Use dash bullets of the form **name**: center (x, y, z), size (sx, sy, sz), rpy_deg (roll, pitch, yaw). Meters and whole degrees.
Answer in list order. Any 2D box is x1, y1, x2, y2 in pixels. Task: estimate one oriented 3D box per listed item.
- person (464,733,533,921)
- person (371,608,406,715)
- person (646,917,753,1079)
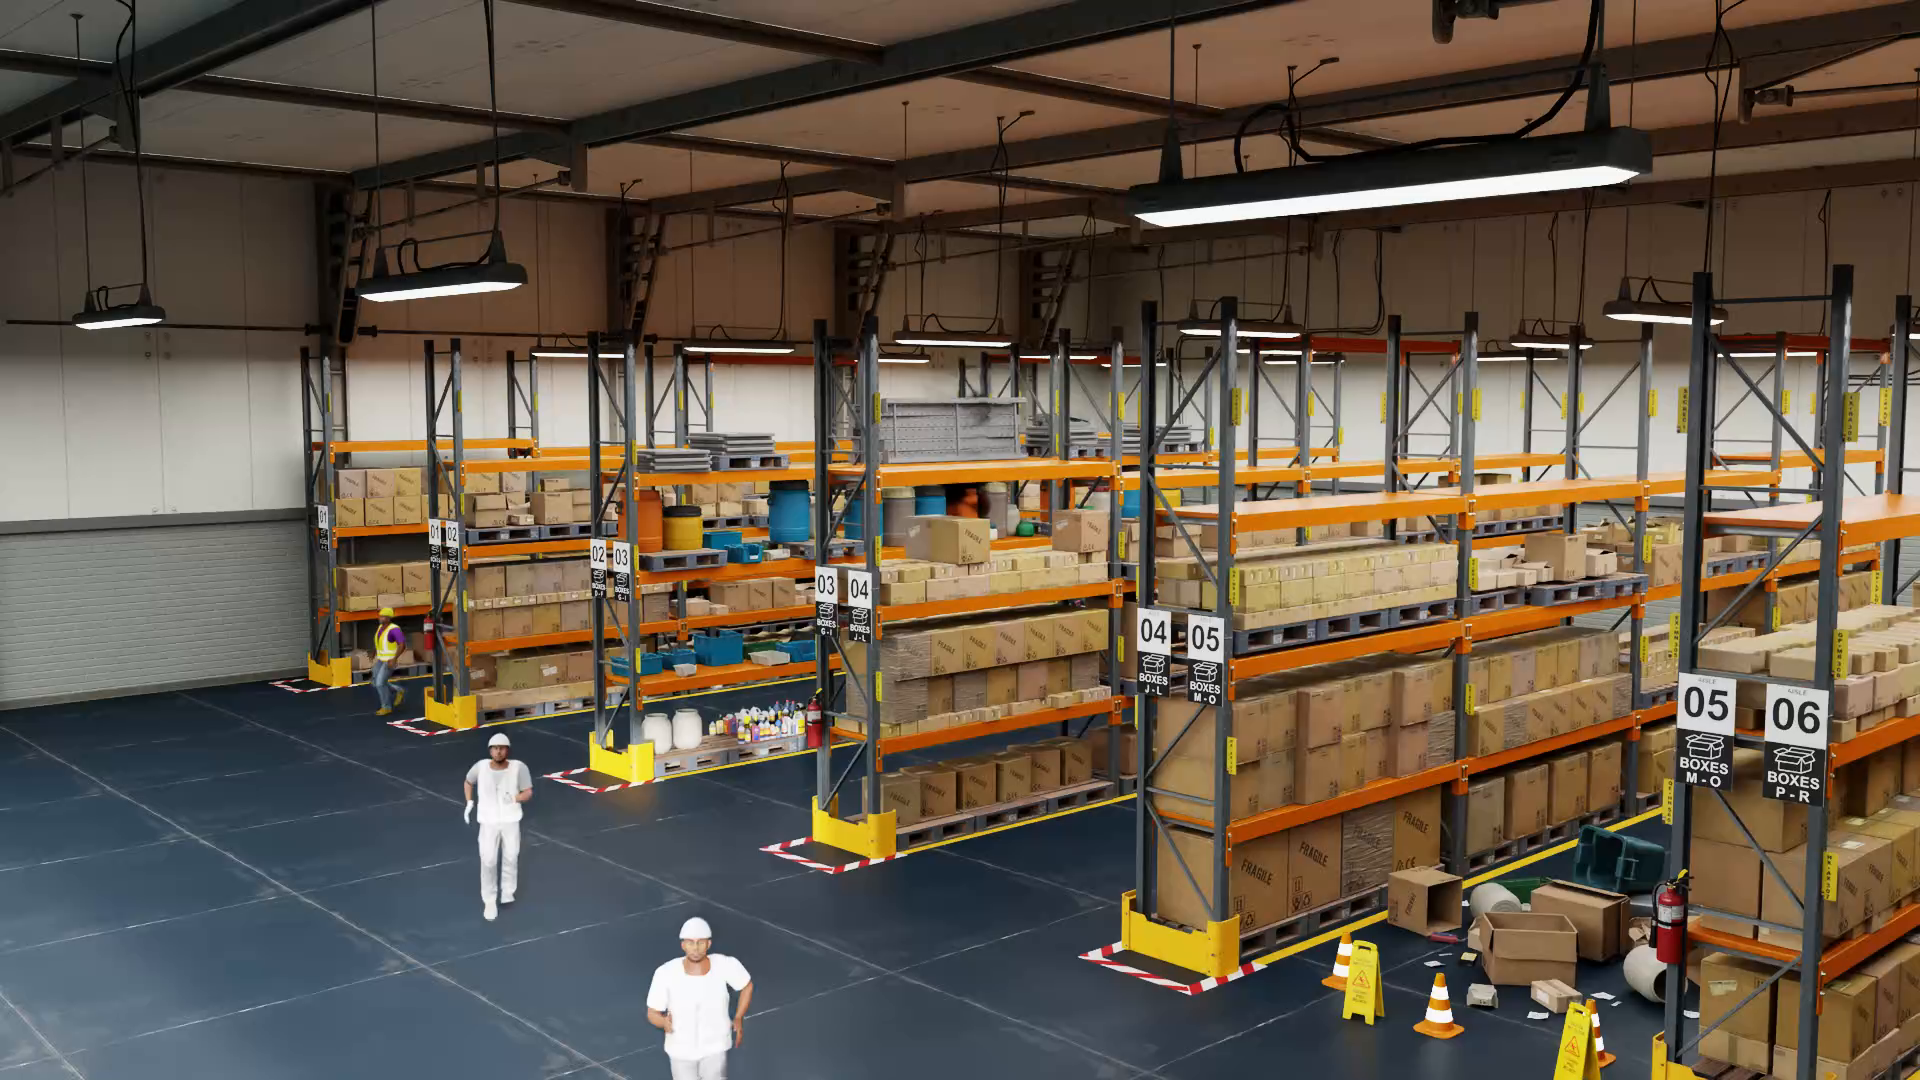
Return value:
- **person**: center (-4.572, 2.818, 16.500), size (0.659, 1.810, 0.758), rpy_deg (-1, 5, -16)
- **person**: center (-9.246, 1.947, 26.926), size (0.721, 1.729, 0.560), rpy_deg (5, 7, 43)
- **person**: center (-1.691, 3.345, 10.789), size (0.677, 1.795, 0.683), rpy_deg (0, 5, -4)
